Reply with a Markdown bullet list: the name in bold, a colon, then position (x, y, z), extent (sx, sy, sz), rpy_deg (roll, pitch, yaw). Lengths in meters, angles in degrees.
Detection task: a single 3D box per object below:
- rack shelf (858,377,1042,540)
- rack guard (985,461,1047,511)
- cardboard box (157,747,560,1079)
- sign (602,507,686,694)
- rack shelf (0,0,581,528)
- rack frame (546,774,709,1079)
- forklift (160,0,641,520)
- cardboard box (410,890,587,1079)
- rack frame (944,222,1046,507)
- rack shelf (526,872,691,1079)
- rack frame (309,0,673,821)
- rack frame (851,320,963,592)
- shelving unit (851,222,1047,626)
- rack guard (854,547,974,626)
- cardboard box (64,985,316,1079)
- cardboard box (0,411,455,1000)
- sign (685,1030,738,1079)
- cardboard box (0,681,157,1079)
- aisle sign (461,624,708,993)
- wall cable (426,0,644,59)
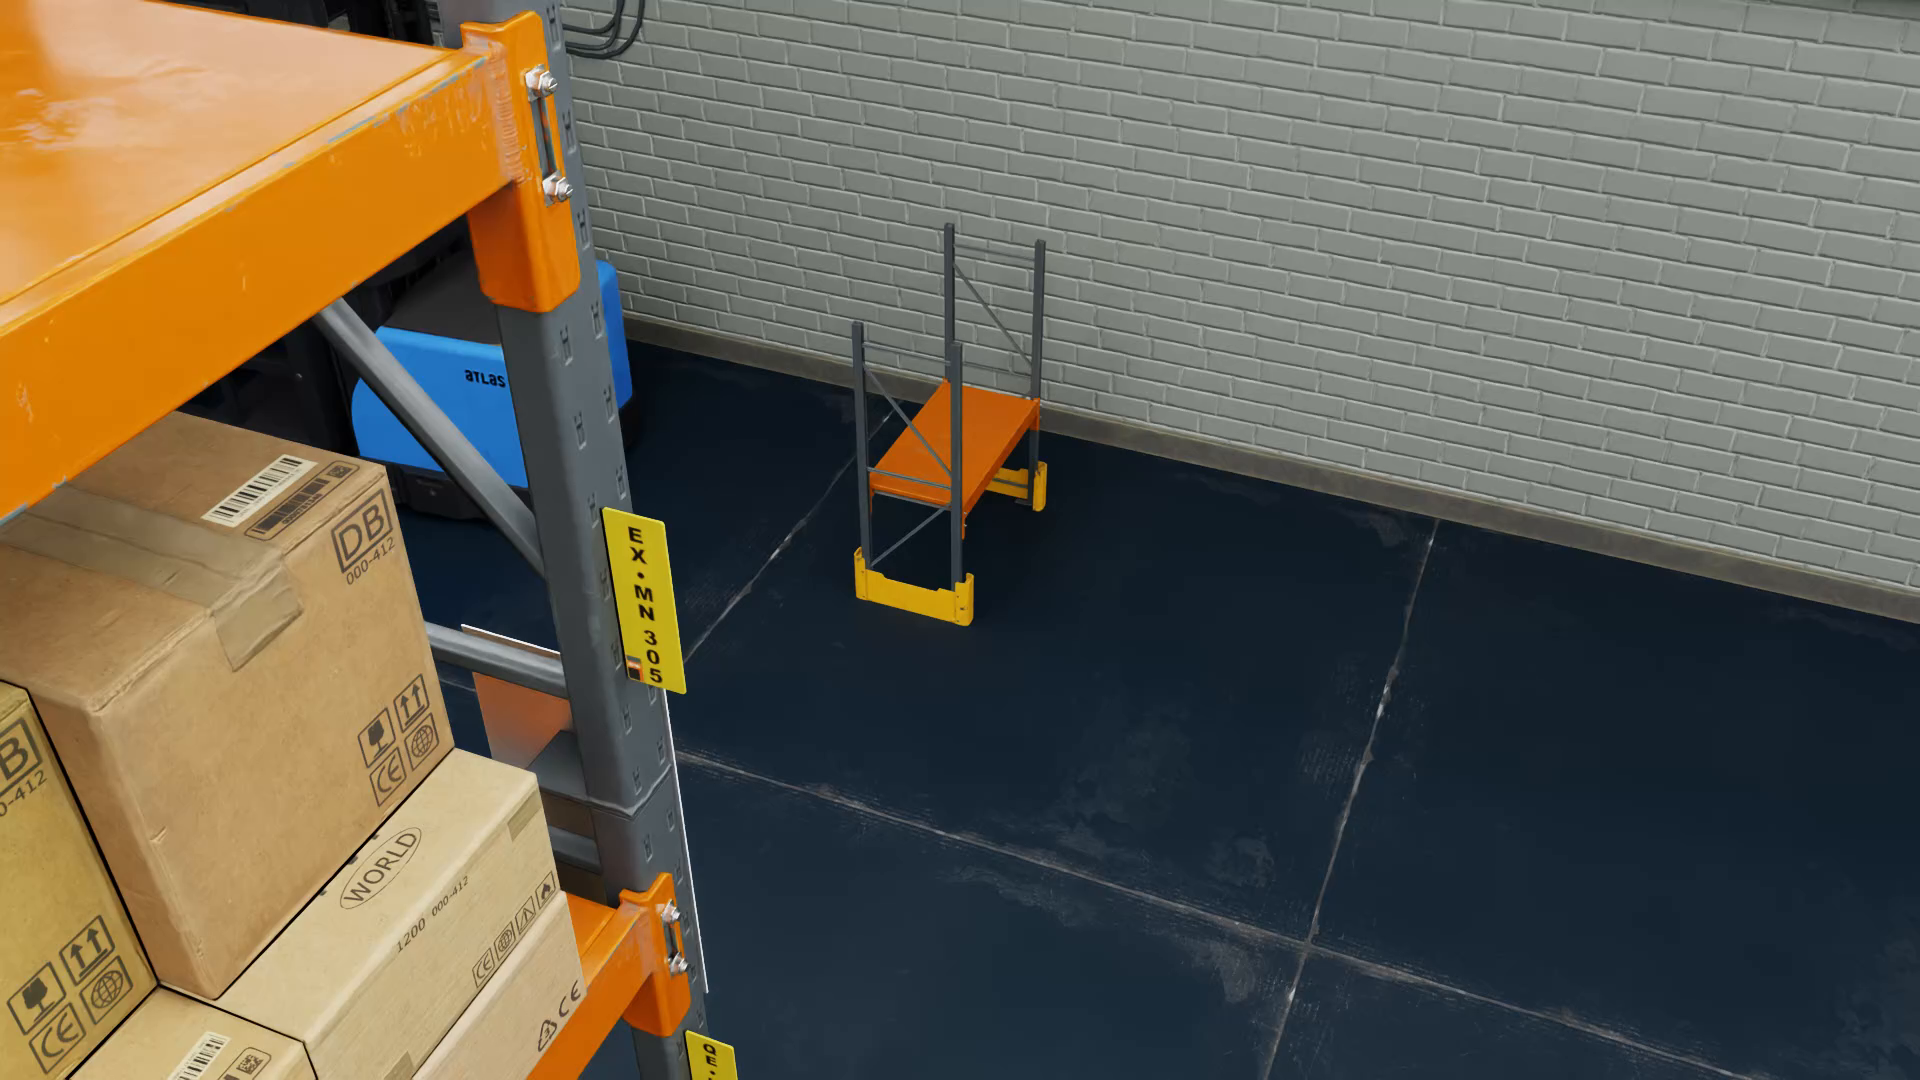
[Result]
- **rack shelf**: position (-0.032, -0.409, 7.947), extent (0.538, 0.185, 1.000), rpy_deg (14, 39, 18)
- **rack guard**: position (0.160, -0.334, 8.589), extent (0.587, 0.250, 0.087), rpy_deg (14, 39, 18)
- **cardboard box**: position (-0.933, 0.514, 2.360), extent (0.500, 0.250, 0.500), rpy_deg (14, 39, 18)
- **sign**: position (-0.468, 0.095, 2.474), extent (0.100, 0.325, 0.005), rpy_deg (14, 39, 18)
- **rack shelf**: position (-1.734, 0.507, 0.760), extent (1.077, 0.370, 4.000), rpy_deg (14, 39, 18)
- **rack frame**: position (-0.973, 1.513, 3.821), extent (1.000, 3.000, 0.127), rpy_deg (14, 39, 18)
- **forklift**: position (-3.306, -1.722, 8.207), extent (3.031, 2.935, 1.130), rpy_deg (11, 38, 14)
- **cardboard box**: position (-0.925, 0.717, 2.507), extent (0.500, 0.250, 0.500), rpy_deg (14, 39, 18)
- **rack frame**: position (0.161, -0.835, 8.216), extent (0.500, 1.500, 0.032), rpy_deg (14, 39, 18)
- **rack shelf**: position (-1.734, 1.707, 1.657), extent (1.077, 0.370, 4.000), rpy_deg (14, 39, 18)
- **rack frame**: position (-0.973, -0.890, 2.025), extent (1.000, 3.000, 0.127), rpy_deg (14, 39, 18)
- **rack frame**: position (-0.226, -0.272, 7.463), extent (0.500, 1.500, 0.032), rpy_deg (14, 39, 18)
- **shelving unit**: position (-0.029, -0.559, 7.846), extent (0.587, 1.500, 1.083), rpy_deg (14, 39, 18)
- **rack guard**: position (-0.219, 0.218, 7.851), extent (0.587, 0.250, 0.087), rpy_deg (14, 39, 18)
- **cardboard box**: position (-1.123, 0.791, 1.990), extent (0.500, 0.250, 0.500), rpy_deg (14, 39, 18)
- **cardboard box**: position (-1.154, 0.160, 2.208), extent (0.700, 0.500, 0.500), rpy_deg (14, 39, 18)
- **sign**: position (-0.468, 1.061, 3.196), extent (0.100, 0.325, 0.005), rpy_deg (14, 39, 18)
- **cardboard box**: position (-1.422, 0.417, 1.864), extent (0.700, 0.500, 0.500), rpy_deg (14, 39, 18)
- **aisle sign**: position (-0.664, 0.504, 3.000), extent (0.394, 0.787, 0.004), rpy_deg (14, 39, 18)
- **wall cable**: position (-3.073, -3.822, 8.542), extent (3.097, 2.526, 0.112), rpy_deg (14, 39, 18)
